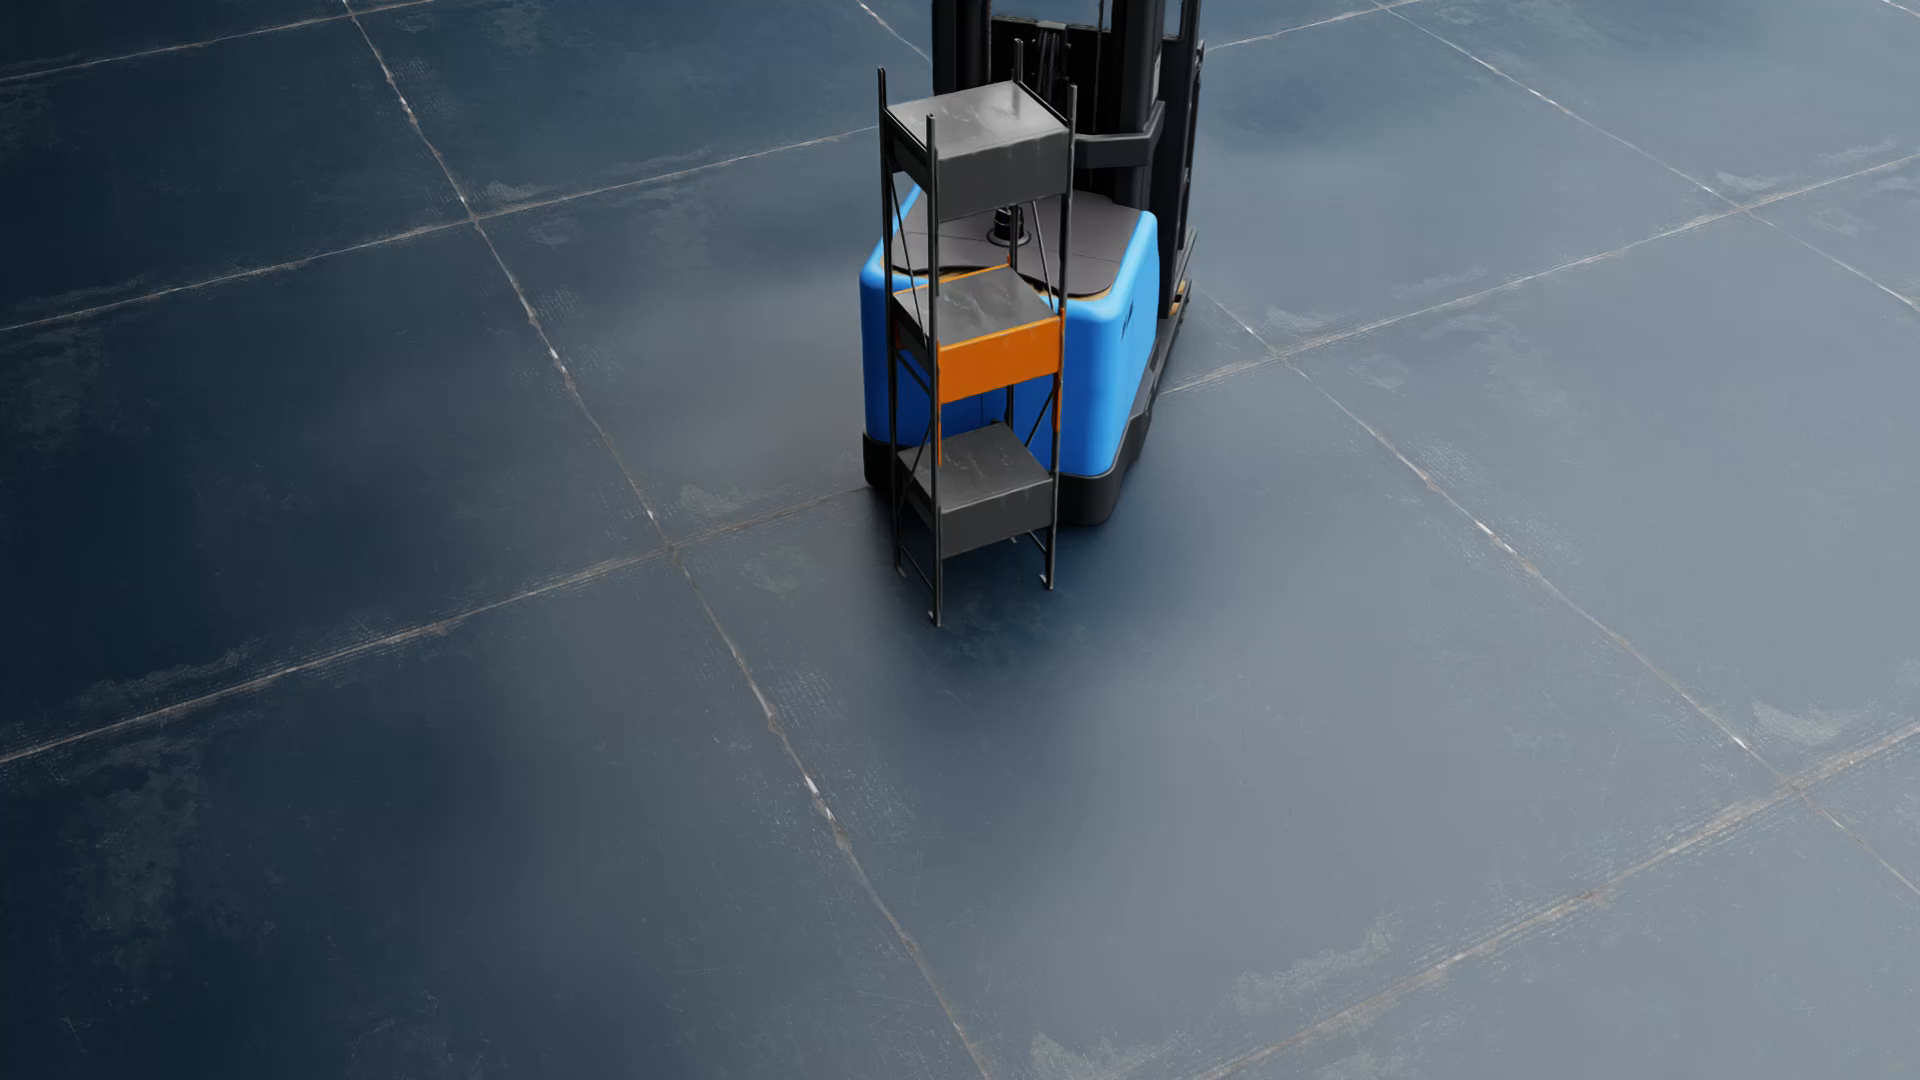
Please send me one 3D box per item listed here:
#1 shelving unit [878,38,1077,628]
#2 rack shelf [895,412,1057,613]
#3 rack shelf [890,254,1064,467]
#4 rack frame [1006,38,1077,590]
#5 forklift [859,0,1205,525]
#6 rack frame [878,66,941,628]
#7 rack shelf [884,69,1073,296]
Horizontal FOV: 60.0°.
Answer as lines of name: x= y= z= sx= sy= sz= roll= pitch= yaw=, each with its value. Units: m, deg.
shelving unit: x=0.052 y=-0.652 z=5.895 sx=0.503 sy=2.100 sz=0.431 roll=-17 pitch=43 yaw=-19
rack shelf: x=0.052 y=-0.108 z=6.356 sx=0.480 sy=0.518 sz=0.431 roll=-17 pitch=43 yaw=-19
rack shelf: x=0.052 y=-0.642 z=5.904 sx=0.480 sy=0.518 sz=0.431 roll=-17 pitch=43 yaw=-19
rack frame: x=0.271 y=-0.721 z=5.977 sx=0.015 sy=2.100 sz=0.400 roll=-17 pitch=43 yaw=-19
forklift: x=0.488 y=-2.141 z=7.011 sx=1.130 sy=2.935 sz=3.031 roll=10 pitch=41 yaw=12
rack frame: x=-0.168 y=-0.583 z=5.814 sx=0.015 sy=2.100 sz=0.400 roll=-17 pitch=43 yaw=-19
rack shelf: x=0.052 y=-1.176 z=5.452 sx=0.480 sy=0.518 sz=0.431 roll=-17 pitch=43 yaw=-19
